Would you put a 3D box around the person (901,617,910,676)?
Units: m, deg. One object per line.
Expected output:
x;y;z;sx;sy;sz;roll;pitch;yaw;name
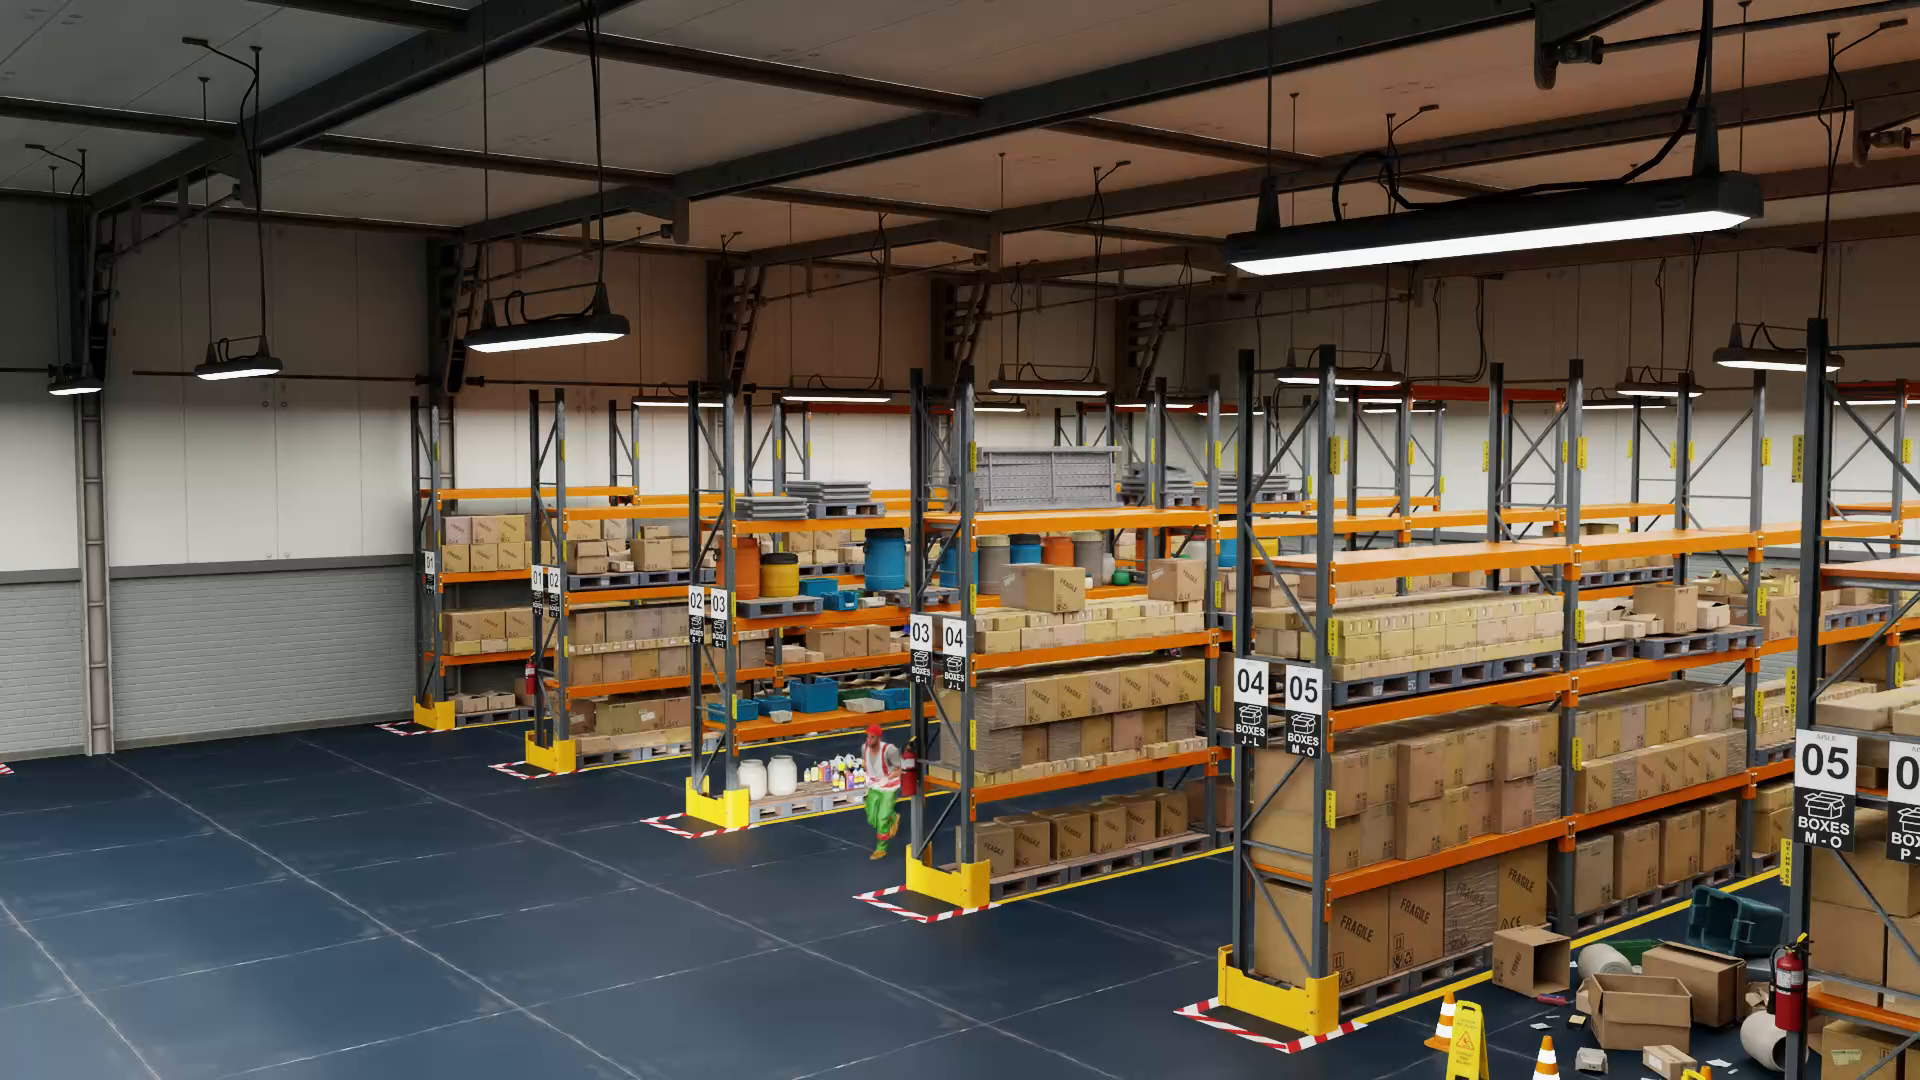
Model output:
-1.076;2.311;34.683;0.562;1.618;0.561;-3;4;-41;person

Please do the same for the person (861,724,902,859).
-0.953;3.107;20.691;0.654;1.712;0.774;2;4;26;person
